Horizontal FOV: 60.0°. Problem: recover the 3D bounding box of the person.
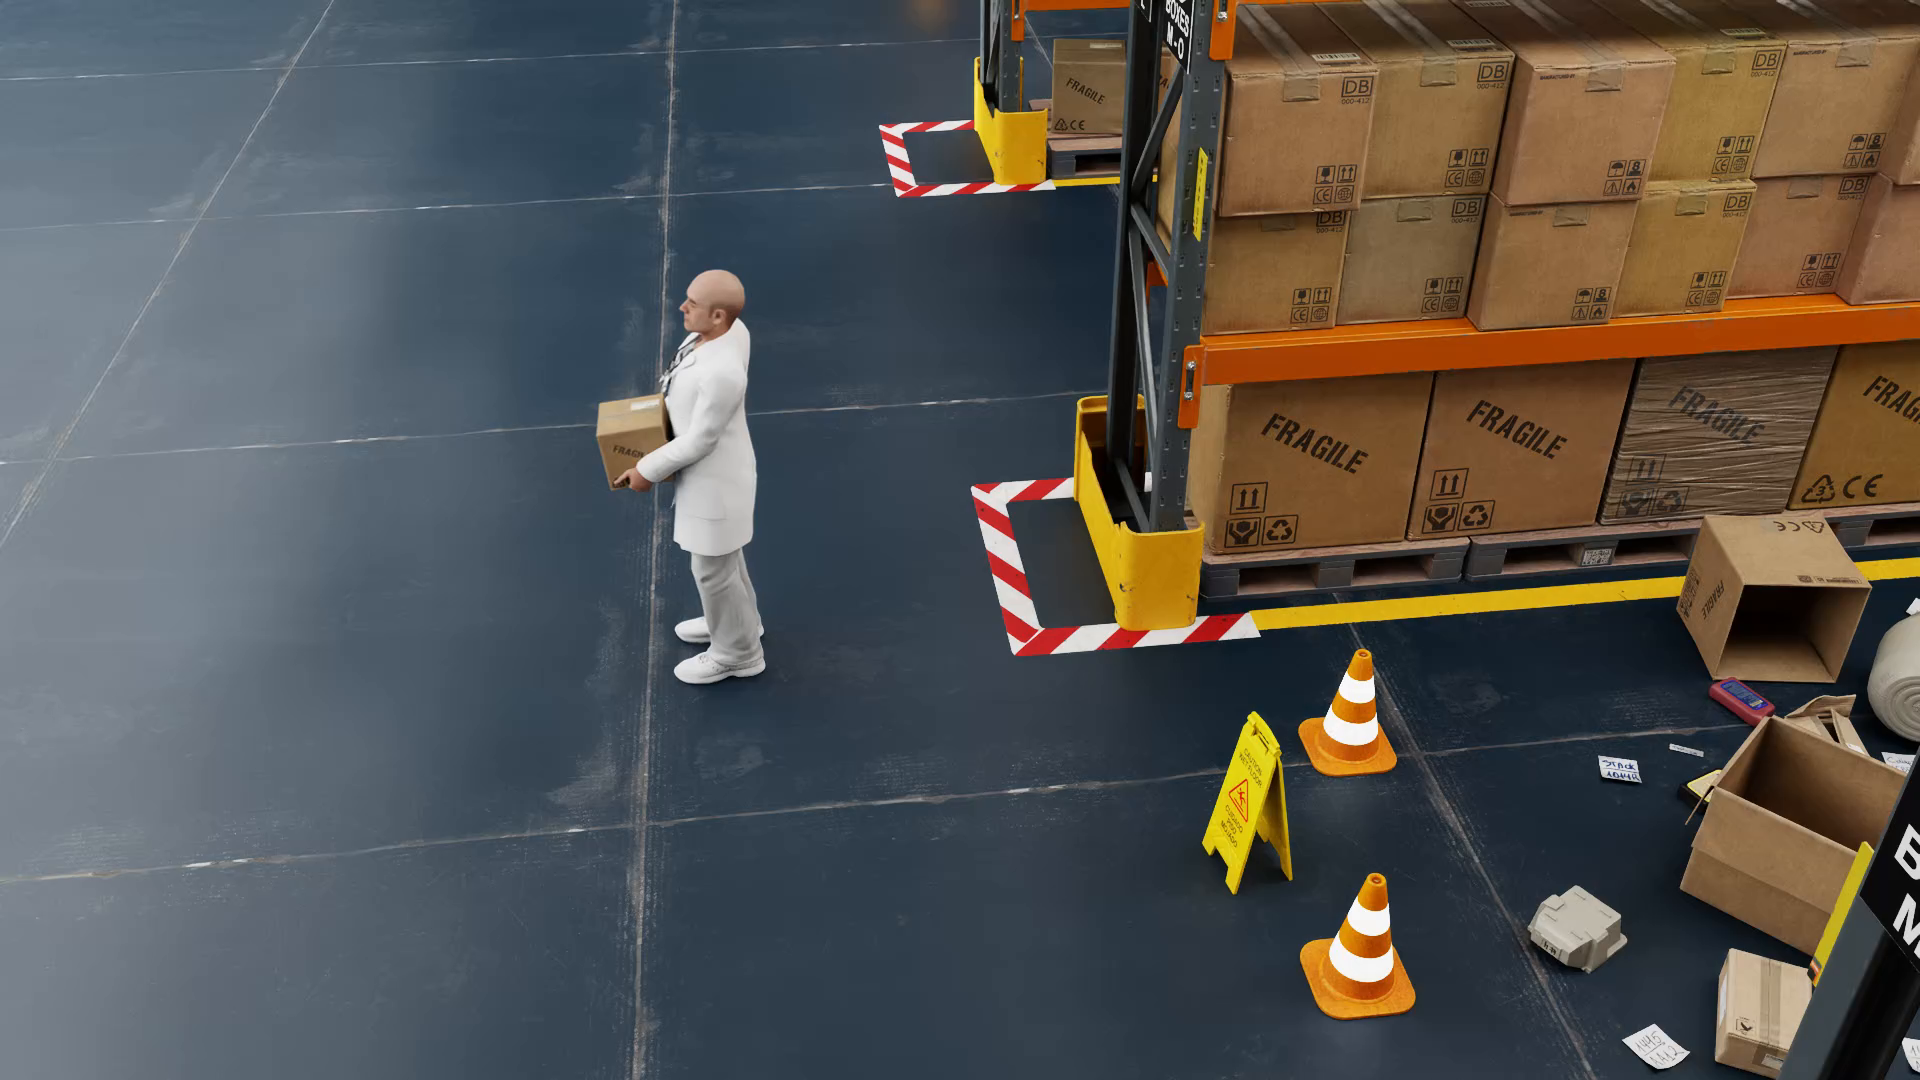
[{"bbox_3d":[-1.058,-0.236,6.504,0.553,1.771,0.531,-4,35,-6],"label":"person"}]
